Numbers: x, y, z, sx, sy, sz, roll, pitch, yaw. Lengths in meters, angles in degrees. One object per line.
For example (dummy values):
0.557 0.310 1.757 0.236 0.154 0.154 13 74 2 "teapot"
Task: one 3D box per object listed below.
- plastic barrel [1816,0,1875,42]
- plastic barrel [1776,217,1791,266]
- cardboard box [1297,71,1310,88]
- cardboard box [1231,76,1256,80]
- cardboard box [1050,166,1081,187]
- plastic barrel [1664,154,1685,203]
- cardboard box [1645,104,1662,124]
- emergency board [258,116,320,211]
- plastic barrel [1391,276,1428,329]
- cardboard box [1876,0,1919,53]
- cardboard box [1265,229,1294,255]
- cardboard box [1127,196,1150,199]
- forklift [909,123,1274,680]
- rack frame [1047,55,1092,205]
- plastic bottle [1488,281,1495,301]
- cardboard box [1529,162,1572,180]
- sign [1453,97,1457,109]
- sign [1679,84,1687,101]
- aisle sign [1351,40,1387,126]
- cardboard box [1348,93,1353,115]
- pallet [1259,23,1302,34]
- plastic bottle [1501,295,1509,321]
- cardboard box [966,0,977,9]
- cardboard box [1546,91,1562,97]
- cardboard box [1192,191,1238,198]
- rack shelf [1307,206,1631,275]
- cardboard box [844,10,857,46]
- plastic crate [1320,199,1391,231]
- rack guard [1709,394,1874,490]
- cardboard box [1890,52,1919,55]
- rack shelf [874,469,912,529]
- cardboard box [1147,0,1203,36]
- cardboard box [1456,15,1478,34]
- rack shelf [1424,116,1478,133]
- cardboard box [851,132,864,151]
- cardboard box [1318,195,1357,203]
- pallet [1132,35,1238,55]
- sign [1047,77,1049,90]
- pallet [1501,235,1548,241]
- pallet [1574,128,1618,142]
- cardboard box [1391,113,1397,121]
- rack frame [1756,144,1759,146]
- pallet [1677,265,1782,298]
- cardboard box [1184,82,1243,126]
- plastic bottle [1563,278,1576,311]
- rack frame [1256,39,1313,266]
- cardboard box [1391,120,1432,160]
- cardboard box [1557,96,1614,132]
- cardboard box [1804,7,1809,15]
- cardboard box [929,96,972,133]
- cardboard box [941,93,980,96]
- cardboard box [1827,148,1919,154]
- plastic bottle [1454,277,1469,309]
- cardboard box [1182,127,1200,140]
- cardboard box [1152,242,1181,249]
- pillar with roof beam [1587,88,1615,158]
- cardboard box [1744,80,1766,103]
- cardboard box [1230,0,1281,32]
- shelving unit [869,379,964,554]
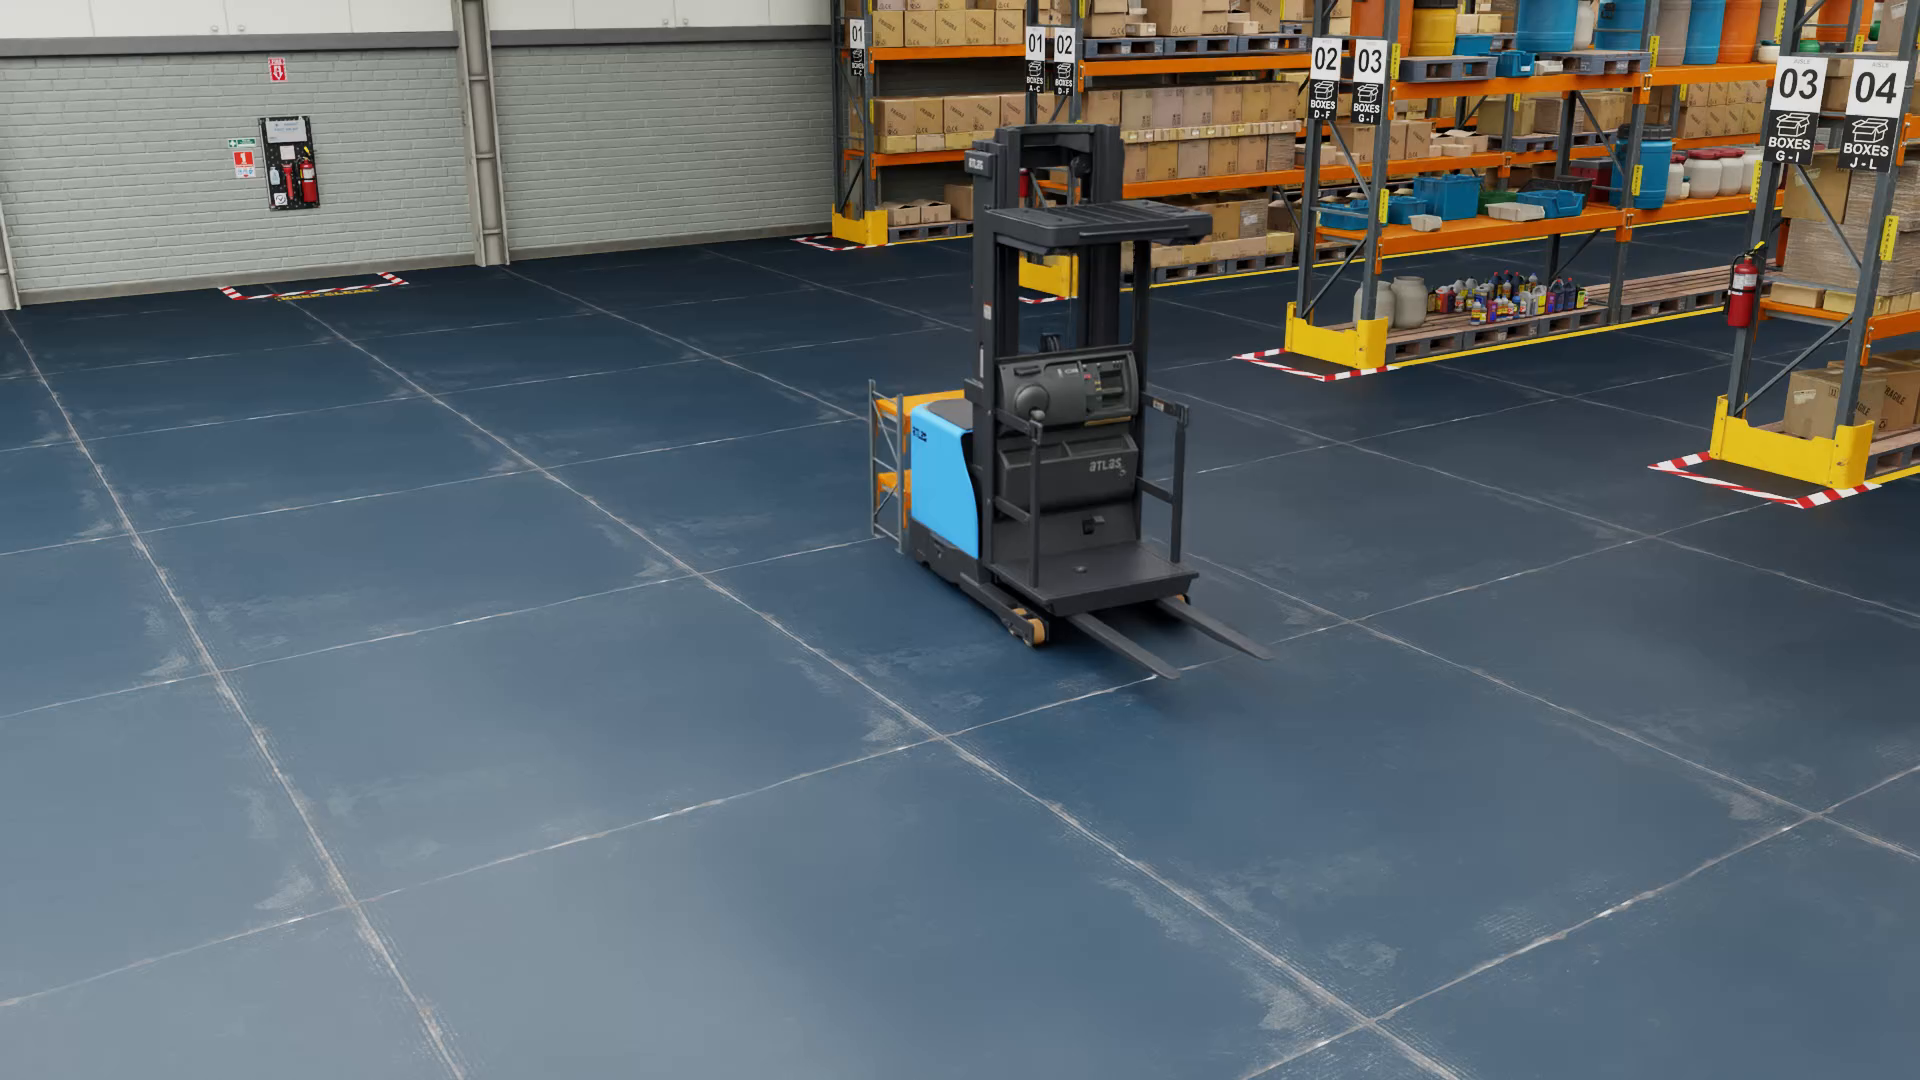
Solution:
11.023 -6.633 20.672 0.708 0.830 0.600 -12 22 -31 "plastic barrel"
10.946 -3.972 21.543 0.708 0.830 0.600 -12 22 -31 "plastic barrel"
6.068 -8.019 28.959 0.500 0.250 0.500 -12 22 -32 "cardboard box"
4.827 -7.855 28.439 0.250 0.149 0.380 -16 24 -38 "cardboard box"
1.541 -4.753 20.965 0.500 0.500 0.700 -12 22 -31 "cardboard box"
8.126 -4.180 19.214 0.433 0.535 0.433 0 19 0 "plastic barrel"
11.443 -6.945 27.447 0.500 0.500 0.500 -11 22 -31 "cardboard box"
-8.570 -4.824 21.331 0.643 1.169 0.194 -12 22 -31 "emergency board"
4.792 -2.546 17.822 0.421 0.512 0.421 0 19 0 "plastic barrel"
7.745 -4.163 13.291 0.500 0.500 0.500 -12 22 -31 "cardboard box"
4.218 -4.088 22.790 0.500 0.250 0.500 -12 22 -31 "cardboard box"
2.767 -5.919 27.784 0.500 0.500 0.700 -12 22 -32 "cardboard box"
0.760 -0.917 9.882 1.130 2.935 3.031 -9 21 -25 "forklift"
1.758 -6.656 26.749 0.127 3.000 1.000 -12 22 -31 "rack frame"
6.044 -2.822 18.980 0.097 0.271 0.097 0 19 0 "plastic bottle"
9.375 -5.835 26.367 0.500 0.250 0.500 -12 22 -32 "cardboard box"
7.520 -6.691 25.167 0.005 0.325 0.100 -12 22 -31 "sign"
11.475 -7.141 26.377 0.005 0.325 0.100 -12 22 -31 "sign"
3.967 -4.442 16.141 0.004 0.787 0.394 -12 22 -31 "aisle sign"
6.933 -7.846 29.617 0.500 0.500 0.500 -11 22 -30 "cardboard box"
5.607 -8.820 28.760 1.003 0.211 1.213 -11 21 -29 "pallet"
5.921 -2.531 18.122 0.097 0.271 0.097 0 19 0 "plastic bottle"
-0.069 -8.315 25.225 0.500 0.500 0.500 -12 22 -31 "cardboard box"
11.359 -8.819 32.679 0.700 0.700 0.980 -11 21 -29 "cardboard box"
3.512 -4.495 22.824 0.500 0.500 0.500 -12 22 -31 "cardboard box"
5.536 -3.313 17.984 4.000 0.370 1.077 -12 22 -31 "rack shelf"
-1.374 -7.570 24.583 0.500 0.500 0.500 -10 21 -28 "cardboard box"
4.119 -3.399 17.348 0.616 0.251 0.499 -12 22 -31 "plastic crate"
6.653 -0.806 13.348 0.348 0.500 1.175 -12 22 -31 "rack guard"
7.572 -3.801 13.231 0.250 0.149 0.380 -12 22 -31 "cardboard box"
-0.053 -0.350 11.787 1.000 0.278 0.538 -9 21 -26 "rack shelf"
2.682 -6.580 20.810 0.500 0.500 0.500 -12 22 -31 "cardboard box"
7.050 -7.393 23.824 0.500 0.250 0.500 -11 22 -30 "cardboard box"
10.109 -8.076 32.074 4.000 0.370 1.077 -12 22 -31 "rack shelf"
-1.299 -6.024 25.083 0.500 0.250 0.500 -12 22 -31 "cardboard box"
5.515 -4.822 24.087 0.500 0.311 0.500 -12 22 -32 "cardboard box"
2.769 -6.340 21.269 1.213 0.211 1.003 -12 22 -31 "pallet"
1.449 -7.352 27.001 0.005 0.325 0.100 -12 22 -31 "sign"
8.470 -4.836 25.721 1.213 0.211 1.003 -12 22 -31 "pallet"
10.439 -6.538 26.700 1.213 0.211 1.003 -12 22 -31 "pallet"
7.685 -7.674 30.120 0.250 0.149 0.380 -12 22 -31 "cardboard box"
14.507 -7.445 29.084 0.127 3.000 1.000 -12 22 -31 "rack frame"
9.879 -3.263 21.068 1.213 0.211 1.003 -12 22 -31 "pallet"
3.278 -5.736 21.847 0.500 0.500 0.700 -12 22 -31 "cardboard box"
6.827 -2.769 18.701 0.185 0.351 0.144 -13 22 -33 "plastic bottle"
4.485 -5.332 22.832 0.127 3.000 1.000 -12 22 -31 "rack frame"
6.433 -5.784 24.012 0.500 0.500 0.500 -13 23 -34 "cardboard box"
9.725 -6.659 25.947 0.700 0.500 0.500 16 24 39 "cardboard box"
13.801 -8.785 27.817 0.500 0.250 0.500 -12 22 -31 "cardboard box"
-0.166 -6.422 25.090 0.500 0.500 0.500 -13 22 -33 "cardboard box"
-0.031 -6.652 25.769 0.500 0.500 0.500 -12 22 -31 "cardboard box"
7.327 -2.891 13.431 0.500 0.500 0.500 -12 22 -31 "cardboard box"
5.636 -2.787 18.755 0.185 0.351 0.144 -11 22 -29 "plastic bottle"
2.875 -5.264 21.462 0.250 0.149 0.380 -12 22 -31 "cardboard box"
2.542 -4.094 21.637 0.500 0.500 0.500 -12 22 -31 "cardboard box"
15.927 -11.167 30.725 0.400 9.000 9.100 -12 22 -31 "pillar with roof beam"
13.006 -7.542 27.653 0.500 0.500 0.500 -11 22 -30 "cardboard box"
3.919 -7.047 22.192 0.500 0.500 0.500 -10 21 -27 "cardboard box"
-0.053 -0.582 11.709 1.048 1.125 0.538 -9 21 -26 "shelving unit"
